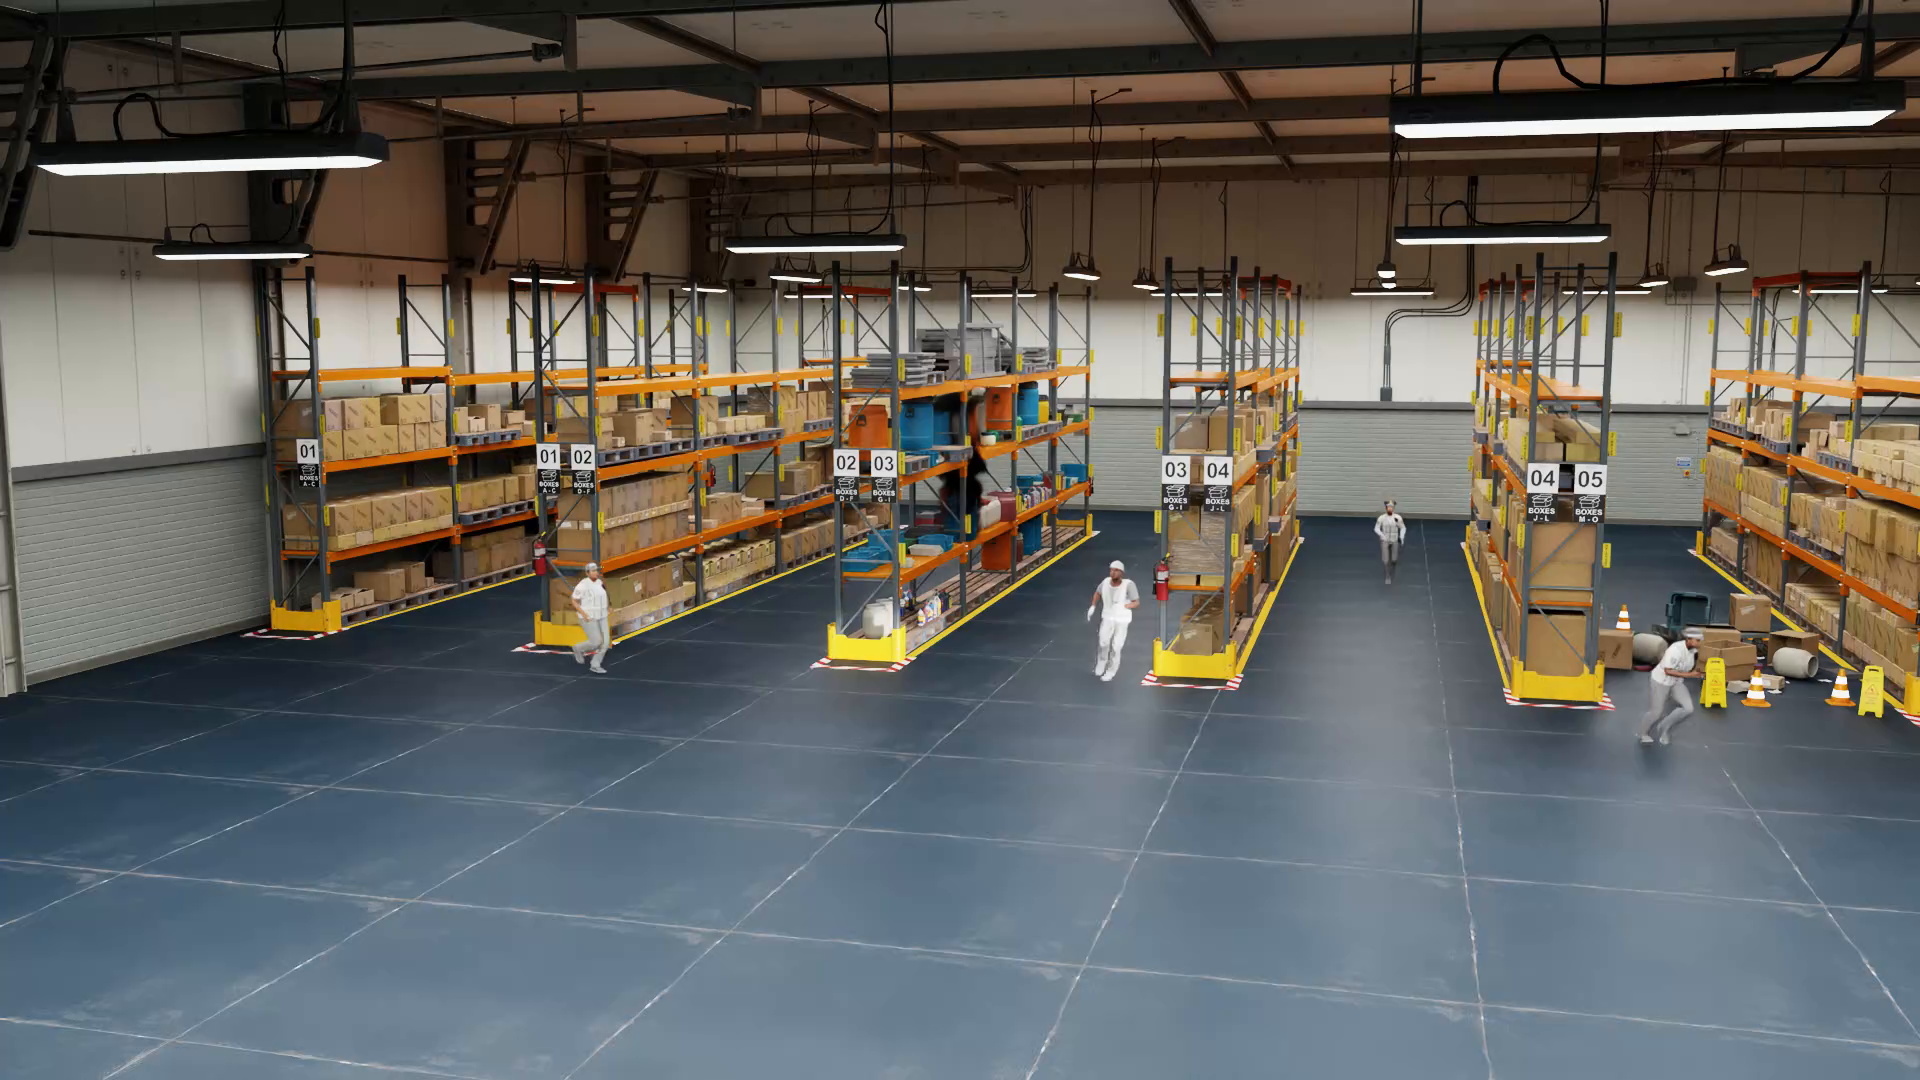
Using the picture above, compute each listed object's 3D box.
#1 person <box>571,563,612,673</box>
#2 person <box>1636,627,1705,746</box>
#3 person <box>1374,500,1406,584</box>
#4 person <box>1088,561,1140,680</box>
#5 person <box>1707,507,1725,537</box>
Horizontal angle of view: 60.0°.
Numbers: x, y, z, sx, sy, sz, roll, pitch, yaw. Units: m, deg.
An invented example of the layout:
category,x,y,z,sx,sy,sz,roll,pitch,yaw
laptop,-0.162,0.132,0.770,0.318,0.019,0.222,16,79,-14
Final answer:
category,x,y,z,sx,sy,sz,roll,pitch,yaw
person,-5.372,1.134,24.288,0.554,1.626,0.609,5,9,34
person,8.536,1.736,19.868,0.608,1.504,0.910,-4,8,-28
person,8.478,0.039,32.787,0.612,1.653,0.524,2,7,12
person,2.180,1.151,23.679,0.777,1.736,0.639,2,7,13
person,17.296,-0.636,37.910,0.654,1.678,0.608,1,7,10
